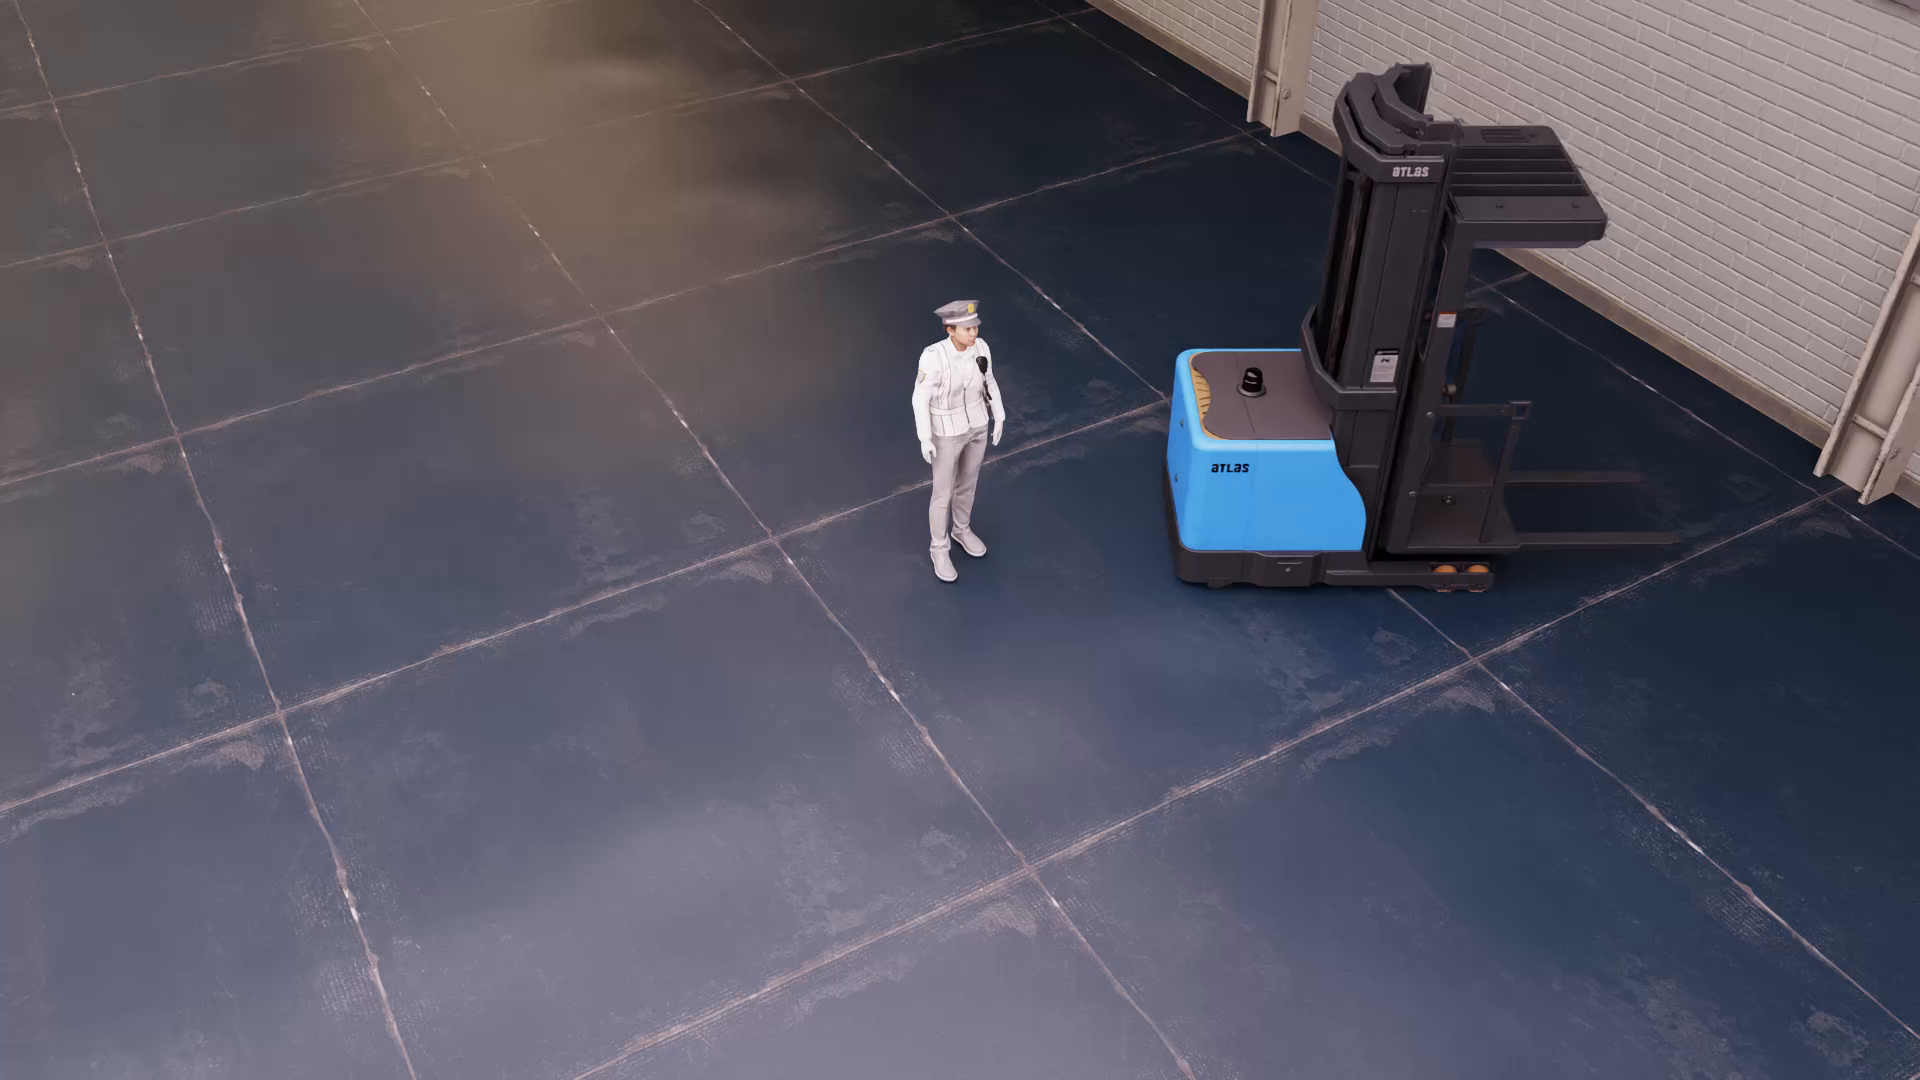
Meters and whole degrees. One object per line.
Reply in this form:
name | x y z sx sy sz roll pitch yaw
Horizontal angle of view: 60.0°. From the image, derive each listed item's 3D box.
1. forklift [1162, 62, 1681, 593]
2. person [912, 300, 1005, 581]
forklift | 2.808 -1.156 9.429 3.031 2.935 1.130 0 40 0
person | 0.028 -0.618 9.738 0.586 1.694 0.531 -20 44 -23
